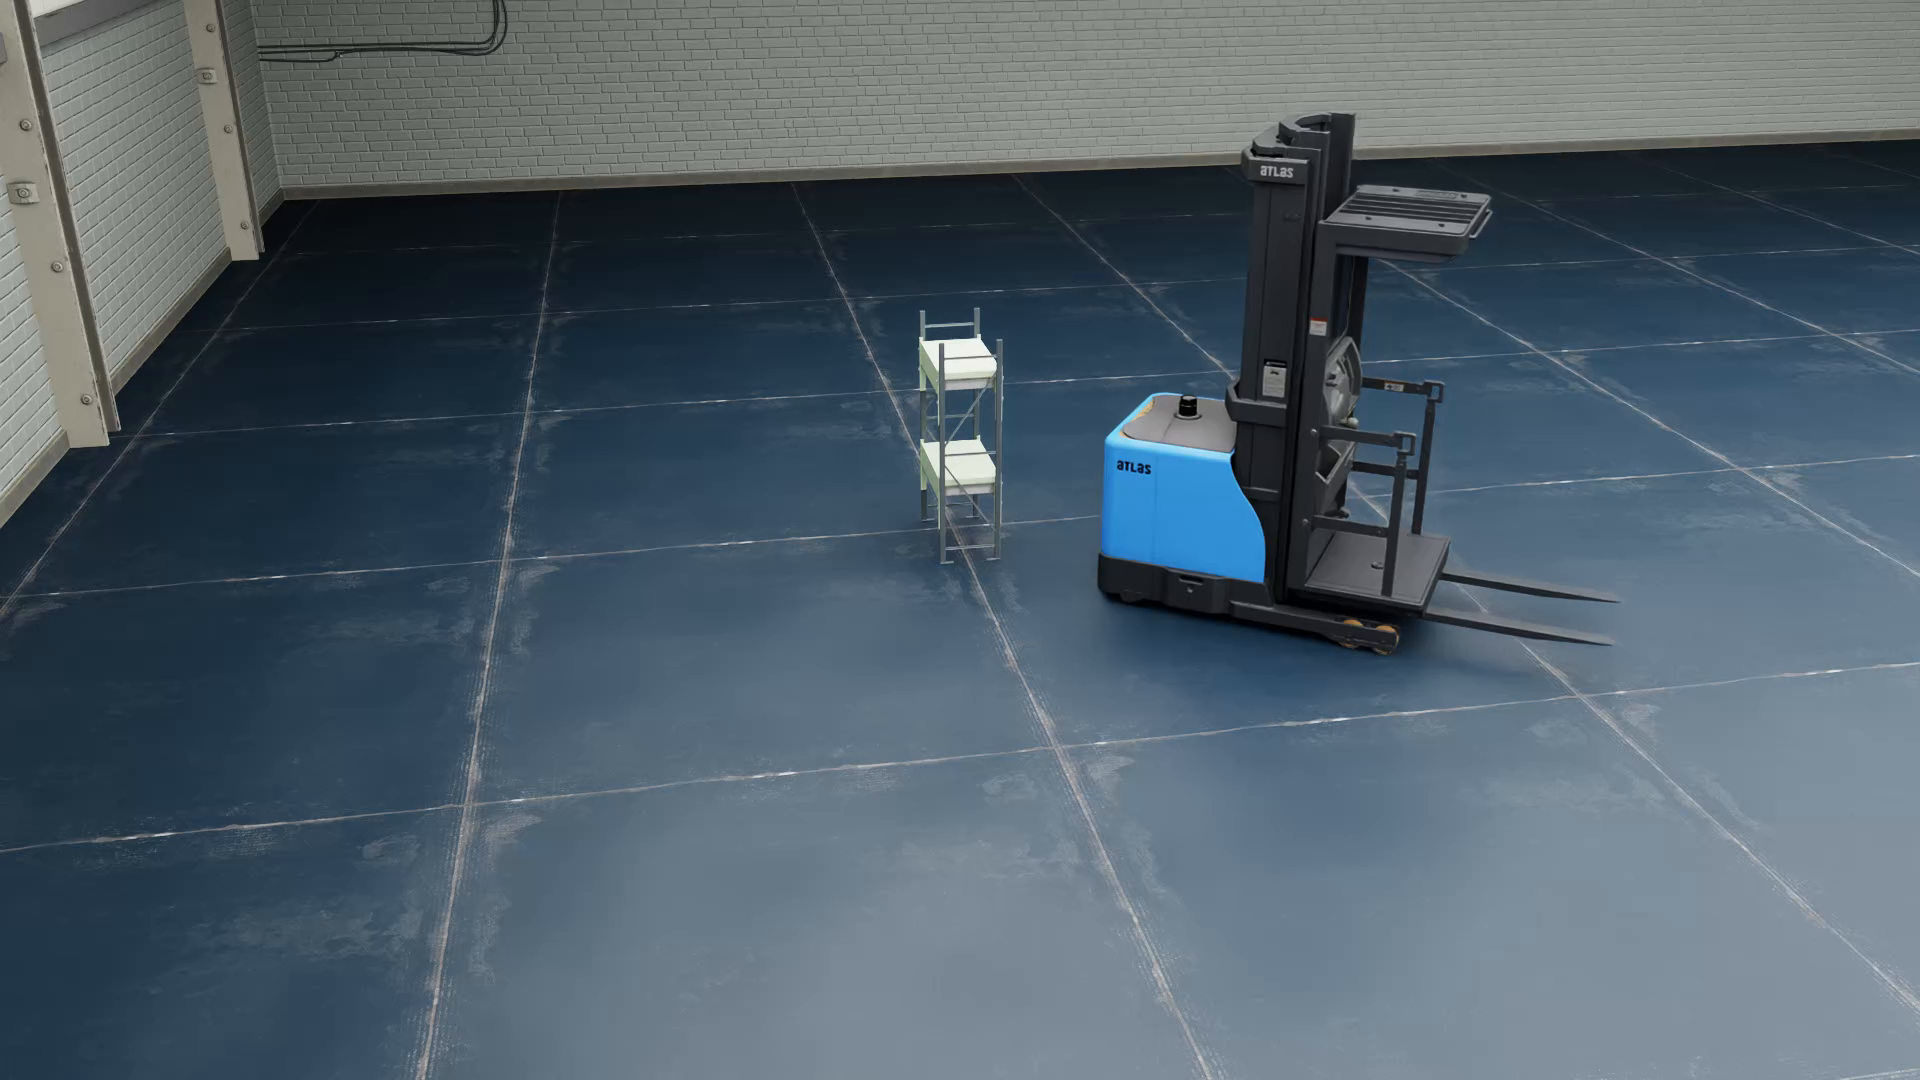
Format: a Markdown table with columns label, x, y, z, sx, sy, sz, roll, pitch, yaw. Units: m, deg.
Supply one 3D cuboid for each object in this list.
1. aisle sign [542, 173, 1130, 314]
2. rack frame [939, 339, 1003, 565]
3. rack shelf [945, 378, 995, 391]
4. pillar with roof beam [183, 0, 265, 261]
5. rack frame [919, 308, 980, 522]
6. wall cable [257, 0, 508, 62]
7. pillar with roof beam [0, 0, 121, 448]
| label | x | y | z | sx | sy | sz | roll | pitch | yaw |
| --- | --- | --- | --- | --- | --- | --- | --- | --- | --- |
| aisle sign | -1.720 | -3.628 | 19.556 | 6.000 | 0.001 | 6.000 | -4 | 24 | -10 |
| rack frame | 0.066 | -0.546 | 10.626 | 0.400 | 1.500 | 0.023 | -4 | 24 | -10 |
| rack shelf | -0.001 | -1.113 | 10.771 | 0.332 | 0.071 | 0.664 | -4 | 24 | -10 |
| pillar with roof beam | 5.855 | -2.236 | 5.064 | 22.890 | 9.050 | 30.400 | -4 | 24 | -10 |
| rack frame | -0.069 | -0.834 | 11.285 | 0.400 | 1.500 | 0.023 | -4 | 24 | -10 |
| wall cable | -7.171 | -7.118 | 20.184 | 3.097 | 2.526 | 0.112 | -4 | 24 | -10 |
| pillar with roof beam | -2.585 | -5.243 | 12.011 | 9.100 | 9.000 | 0.400 | -4 | 24 | -10 |
